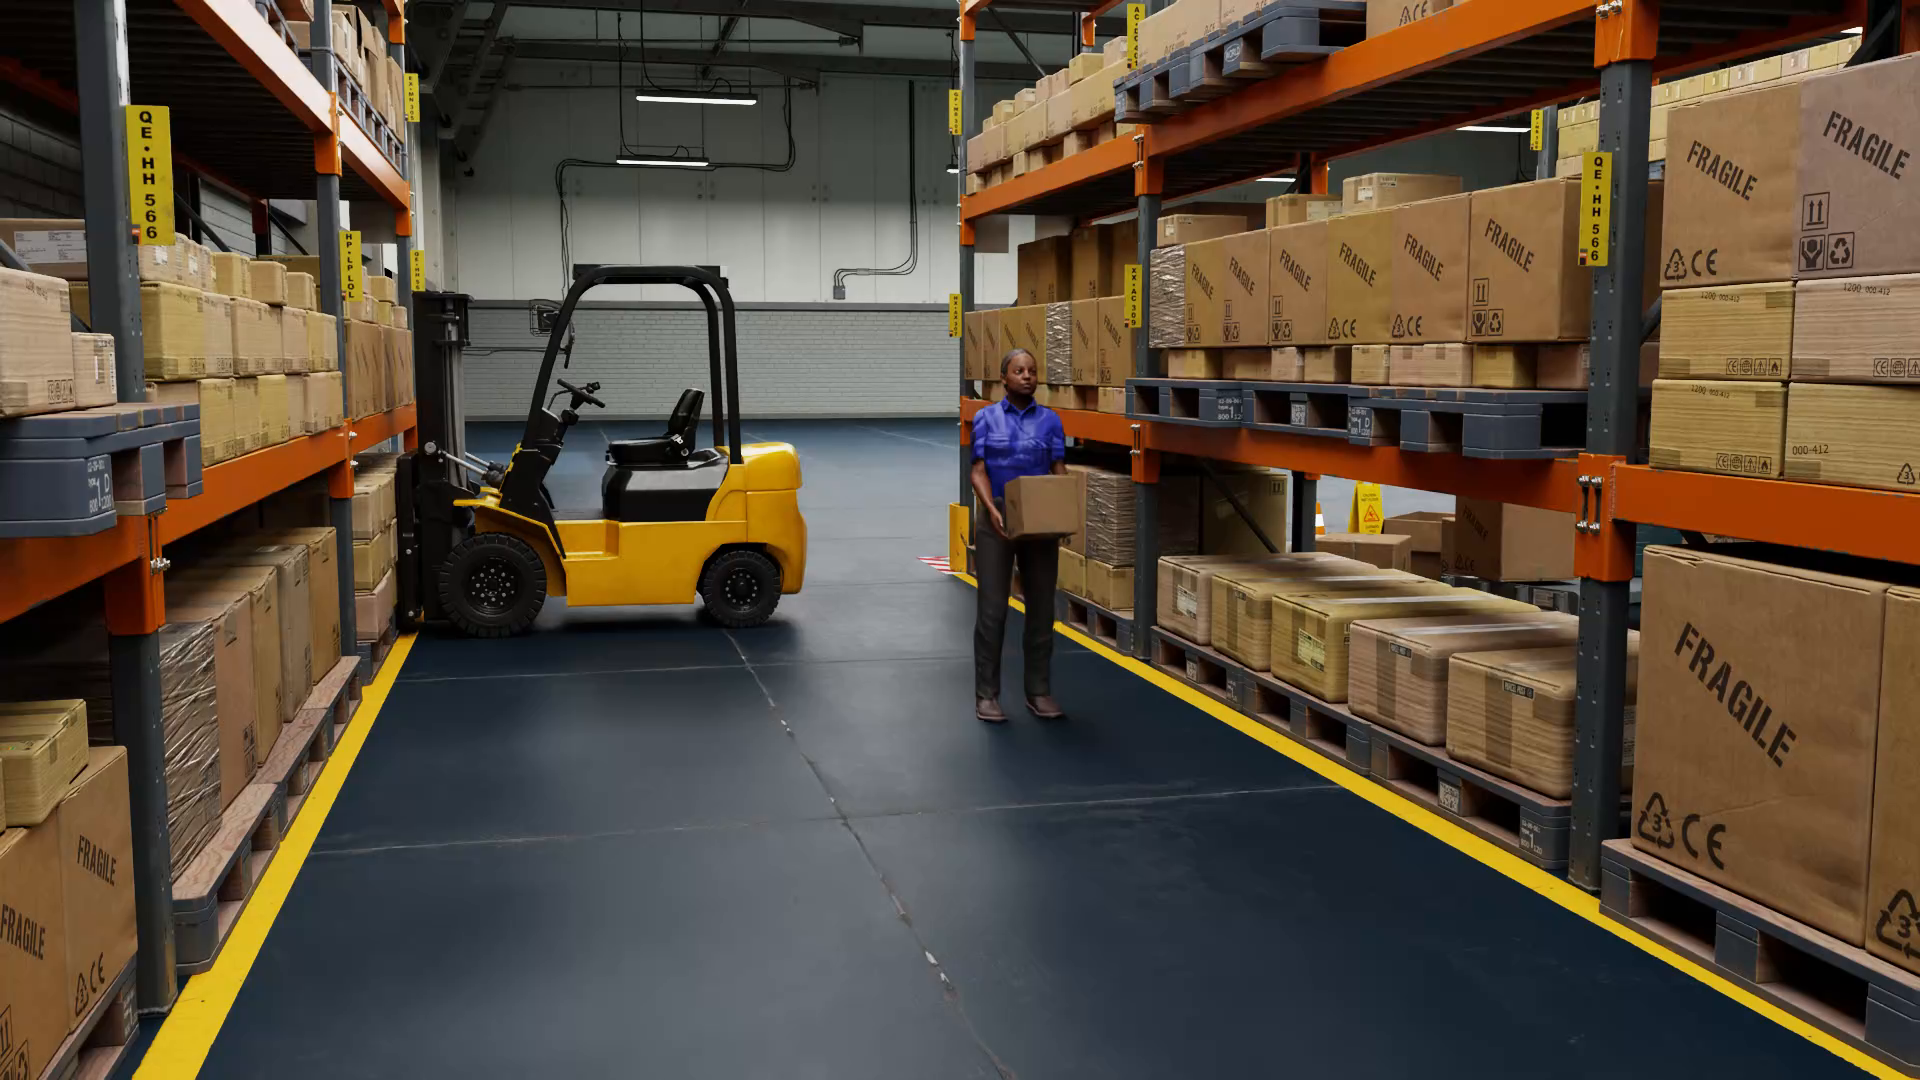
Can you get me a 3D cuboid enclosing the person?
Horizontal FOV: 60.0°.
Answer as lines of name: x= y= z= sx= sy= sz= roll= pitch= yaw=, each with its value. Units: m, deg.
person: x=0.277 y=-0.021 z=7.405 sx=0.456 sy=1.655 sz=0.507 roll=-1 pitch=6 yaw=-9
